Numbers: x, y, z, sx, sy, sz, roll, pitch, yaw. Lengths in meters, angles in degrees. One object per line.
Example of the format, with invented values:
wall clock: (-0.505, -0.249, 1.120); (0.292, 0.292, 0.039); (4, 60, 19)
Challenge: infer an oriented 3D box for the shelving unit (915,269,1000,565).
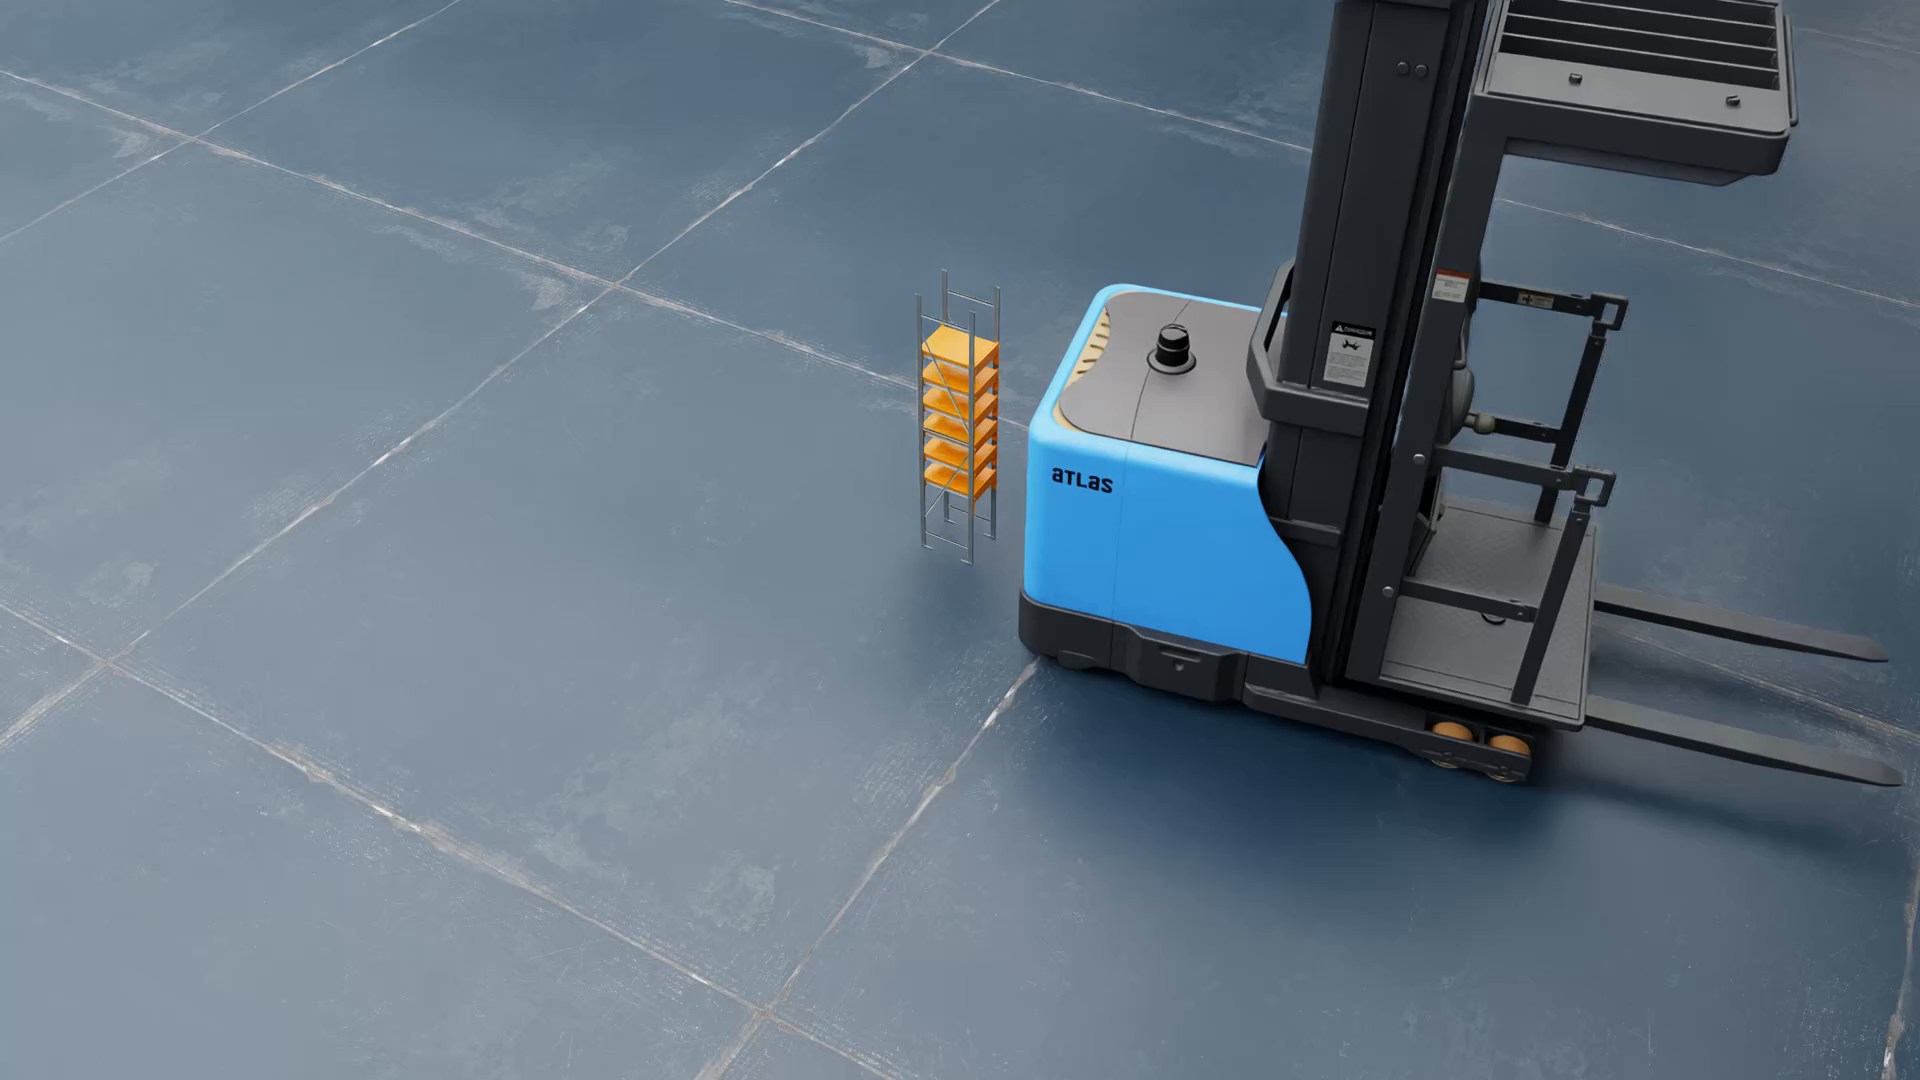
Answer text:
shelving unit: (-0.007, -0.442, 6.344); (0.258, 1.200, 0.189); (21, 45, 22)

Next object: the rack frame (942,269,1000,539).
rack frame: (0.039, -0.494, 6.404); (0.240, 1.200, 0.006); (21, 45, 22)

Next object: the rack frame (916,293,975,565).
rack frame: (-0.053, -0.390, 6.285); (0.240, 1.200, 0.006); (21, 45, 22)

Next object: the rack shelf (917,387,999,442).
rack shelf: (-0.007, -0.499, 6.294); (0.258, 0.103, 0.180); (21, 45, 22)

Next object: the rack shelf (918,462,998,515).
rack shelf: (-0.007, -0.229, 6.532); (0.258, 0.103, 0.180); (21, 45, 22)

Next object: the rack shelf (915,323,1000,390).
rack shelf: (-0.007, -0.679, 6.136); (0.258, 0.103, 0.180); (21, 45, 22)

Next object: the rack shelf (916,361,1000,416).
rack shelf: (-0.007, -0.589, 6.215); (0.258, 0.103, 0.180); (21, 45, 22)

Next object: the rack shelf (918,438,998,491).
rack shelf: (-0.007, -0.319, 6.453); (0.258, 0.103, 0.180); (21, 45, 22)

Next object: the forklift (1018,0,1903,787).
forklift: (1.792, -0.655, 5.276); (3.031, 2.935, 1.130); (13, 43, 14)

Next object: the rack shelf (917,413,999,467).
rack shelf: (-0.007, -0.409, 6.373); (0.258, 0.103, 0.180); (21, 45, 22)
